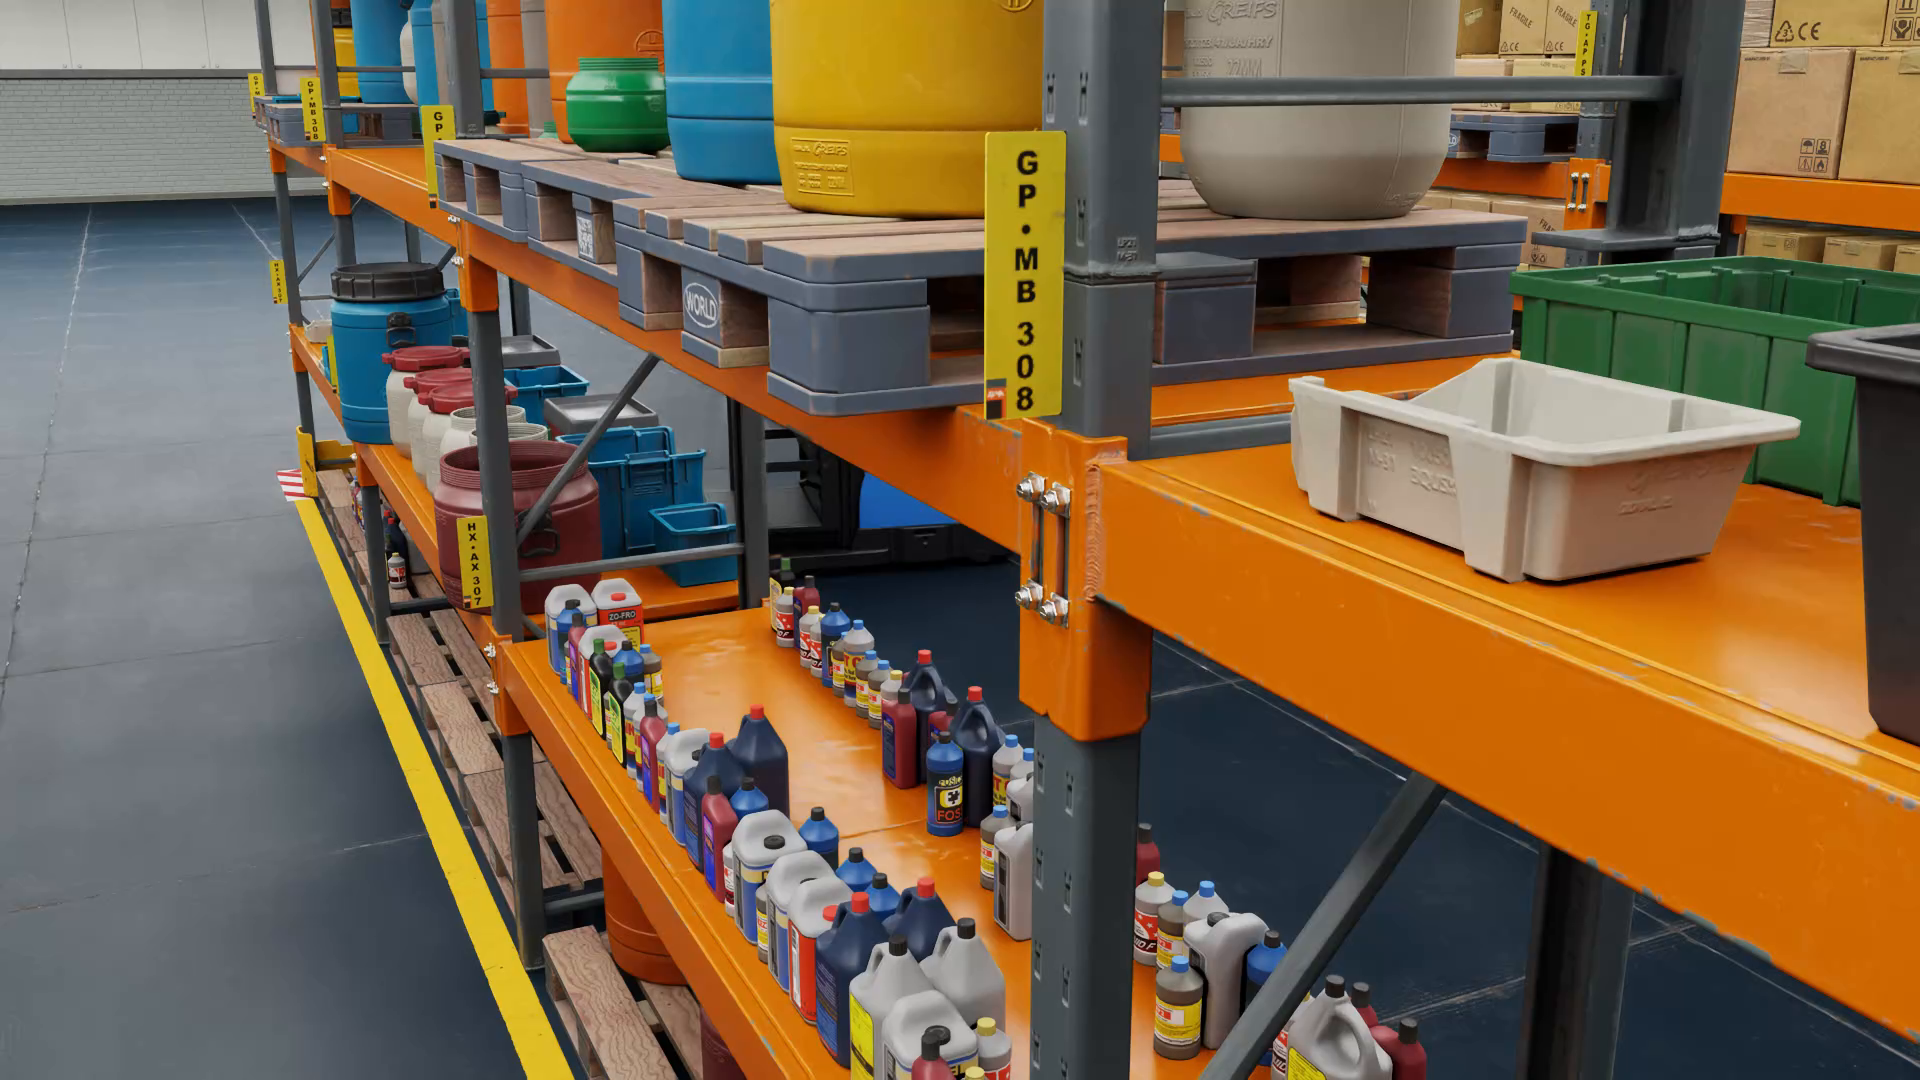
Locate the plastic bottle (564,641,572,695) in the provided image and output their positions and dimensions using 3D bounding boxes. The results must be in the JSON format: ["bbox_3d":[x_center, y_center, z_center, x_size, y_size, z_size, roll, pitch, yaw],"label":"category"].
[{"bbox_3d":[-1.215,0.386,5.326,0.097,0.201,0.097,0,16,0],"label":"plastic bottle"}]

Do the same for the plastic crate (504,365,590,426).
[{"bbox_3d":[-2.173,-0.660,8.641,0.392,0.384,0.575,-8,18,-25],"label":"plastic crate"}]

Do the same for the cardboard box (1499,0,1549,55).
[{"bbox_3d":[5.019,-4.435,14.299,0.500,0.500,0.500,-8,18,-27],"label":"cardboard box"}]

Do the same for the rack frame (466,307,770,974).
[{"bbox_3d":[-1.183,0.088,6.005,1.000,3.000,0.127,-8,18,-25],"label":"rack frame"}]

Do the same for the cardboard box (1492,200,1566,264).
[{"bbox_3d":[5.050,-2.728,14.694,0.500,0.500,0.500,-8,18,-26],"label":"cardboard box"}]

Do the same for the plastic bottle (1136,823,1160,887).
[{"bbox_3d":[0.403,0.774,3.829,0.061,0.283,0.133,-8,18,-25],"label":"plastic bottle"}]

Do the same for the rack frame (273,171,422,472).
[{"bbox_3d":[-4.688,-1.895,12.917,1.000,3.000,0.127,-8,18,-25],"label":"rack frame"}]

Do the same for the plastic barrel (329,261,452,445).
[{"bbox_3d":[-3.039,-1.012,8.931,0.600,0.901,0.708,-8,18,-25],"label":"plastic barrel"}]

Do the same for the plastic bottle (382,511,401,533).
[{"bbox_3d":[-3.561,-0.014,10.367,0.144,0.351,0.185,-9,18,-28],"label":"plastic bottle"}]

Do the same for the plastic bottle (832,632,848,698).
[{"bbox_3d":[-0.359,0.393,5.303,0.097,0.201,0.097,0,16,0],"label":"plastic bottle"}]

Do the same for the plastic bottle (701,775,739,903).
[{"bbox_3d":[-0.578,0.719,4.018,0.061,0.283,0.133,-8,18,-25],"label":"plastic bottle"}]

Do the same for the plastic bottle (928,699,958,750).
[{"bbox_3d":[-0.037,0.563,4.563,0.061,0.283,0.133,-8,18,-25],"label":"plastic bottle"}]

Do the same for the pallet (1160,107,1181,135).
[{"bbox_3d":[1.917,-2.634,10.400,0.805,0.209,1.217,-8,18,-27],"label":"pallet"}]

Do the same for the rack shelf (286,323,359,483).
[{"bbox_3d":[-3.812,-1.054,11.288,1.077,0.370,4.000,-8,18,-25],"label":"rack shelf"}]

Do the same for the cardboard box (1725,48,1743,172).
[{"bbox_3d":[3.493,-1.895,7.297,0.910,0.500,0.500,-8,18,-25],"label":"cardboard box"}]

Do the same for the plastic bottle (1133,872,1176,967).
[{"bbox_3d":[0.437,0.844,3.732,0.097,0.201,0.097,0,16,0],"label":"plastic bottle"}]

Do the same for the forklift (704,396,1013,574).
[{"bbox_3d":[-1.211,-1.294,10.945,3.031,2.935,1.130,-4,16,-12],"label":"forklift"}]

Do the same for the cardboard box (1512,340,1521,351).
[{"bbox_3d":[4.966,-1.591,15.590,0.700,0.500,0.500,-9,18,-28],"label":"cardboard box"}]

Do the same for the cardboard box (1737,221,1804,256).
[{"bbox_3d":[6.163,-2.230,13.104,0.700,0.500,0.500,-8,18,-25],"label":"cardboard box"}]

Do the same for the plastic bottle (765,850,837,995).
[{"bbox_3d":[-0.334,0.832,3.638,0.152,0.276,0.135,-8,18,-25],"label":"plastic bottle"}]

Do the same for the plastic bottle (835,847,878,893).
[{"bbox_3d":[-0.230,0.815,3.707,0.097,0.271,0.097,0,16,0],"label":"plastic bottle"}]

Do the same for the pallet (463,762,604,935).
[{"bbox_3d":[-1.488,1.232,7.075,1.003,0.211,1.213,-8,18,-25],"label":"pallet"}]

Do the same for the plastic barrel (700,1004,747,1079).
[{"bbox_3d":[-0.459,1.445,4.888,0.600,0.588,0.708,-8,18,-25],"label":"plastic barrel"}]

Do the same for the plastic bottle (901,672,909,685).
[{"bbox_3d":[-0.122,0.477,4.863,0.061,0.283,0.133,-8,18,-25],"label":"plastic bottle"}]

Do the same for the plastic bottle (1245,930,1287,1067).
[{"bbox_3d":[0.624,0.916,3.354,0.097,0.271,0.097,0,16,0],"label":"plastic bottle"}]

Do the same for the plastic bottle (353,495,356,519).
[{"bbox_3d":[-4.128,-0.249,11.455,0.097,0.201,0.097,0,16,0],"label":"plastic bottle"}]

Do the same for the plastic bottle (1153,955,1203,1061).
[{"bbox_3d":[0.445,0.944,3.384,0.097,0.201,0.097,0,16,0],"label":"plastic bottle"}]

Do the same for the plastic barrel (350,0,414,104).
[{"bbox_3d":[-3.275,-3.048,9.825,0.600,0.901,0.708,-8,18,-25],"label":"plastic barrel"}]

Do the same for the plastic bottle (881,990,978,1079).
[{"bbox_3d":[-0.054,0.991,3.086,0.152,0.276,0.135,-8,18,-25],"label":"plastic bottle"}]

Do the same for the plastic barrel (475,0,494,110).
[{"bbox_3d":[-1.945,-2.162,7.500,0.600,0.901,0.708,-8,18,-25],"label":"plastic barrel"}]

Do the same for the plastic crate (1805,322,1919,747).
[{"bbox_3d":[0.867,0.042,0.964,0.497,0.269,0.590,-8,18,-25],"label":"plastic crate"}]

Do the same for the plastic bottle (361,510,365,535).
[{"bbox_3d":[-3.936,-0.140,11.077,0.097,0.201,0.097,0,16,0],"label":"plastic bottle"}]

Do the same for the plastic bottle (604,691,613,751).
[{"bbox_3d":[-0.997,0.510,4.895,0.097,0.201,0.097,0,16,0],"label":"plastic bottle"}]

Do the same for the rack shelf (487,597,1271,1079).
[{"bbox_3d":[-0.307,0.930,4.376,1.077,0.370,4.000,-8,18,-25],"label":"rack shelf"}]

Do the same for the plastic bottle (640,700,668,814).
[{"bbox_3d":[-0.819,0.583,4.493,0.061,0.283,0.133,-8,18,-25],"label":"plastic bottle"}]

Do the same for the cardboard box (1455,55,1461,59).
[{"bbox_3d":[4.574,-4.213,15.339,0.500,0.500,0.500,-7,17,-22],"label":"cardboard box"}]

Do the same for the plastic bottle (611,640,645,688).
[{"bbox_3d":[-1.001,0.436,5.027,0.097,0.271,0.097,0,16,0],"label":"plastic bottle"}]

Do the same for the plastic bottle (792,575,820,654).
[{"bbox_3d":[-0.521,0.250,5.652,0.061,0.283,0.133,-8,18,-25],"label":"plastic bottle"}]

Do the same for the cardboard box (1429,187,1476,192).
[{"bbox_3d":[4.827,-3.173,16.247,0.500,0.500,0.500,-7,18,-24],"label":"cardboard box"}]

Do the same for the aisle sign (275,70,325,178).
[{"bbox_3d":[-4.983,-3.127,12.497,0.394,0.787,0.004,-8,18,-25],"label":"aisle sign"}]

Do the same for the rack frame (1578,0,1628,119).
[{"bbox_3d":[3.271,-3.393,7.260,1.000,3.000,0.127,-8,18,-25],"label":"rack frame"}]

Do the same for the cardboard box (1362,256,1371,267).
[{"bbox_3d":[4.146,-2.871,16.552,0.500,0.250,0.500,-8,18,-27],"label":"cardboard box"}]

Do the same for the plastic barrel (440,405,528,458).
[{"bbox_3d":[-2.010,-0.299,7.152,0.421,0.512,0.421,0,16,0],"label":"plastic barrel"}]

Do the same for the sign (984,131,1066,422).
[{"bbox_3d":[0.074,-0.300,1.904,0.100,0.325,0.005,-8,18,-25],"label":"sign"}]

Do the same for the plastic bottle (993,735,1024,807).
[{"bbox_3d":[0.133,0.638,4.323,0.097,0.271,0.097,0,16,0],"label":"plastic bottle"}]

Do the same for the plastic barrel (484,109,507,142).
[{"bbox_3d":[-1.950,-1.574,6.611,0.301,0.262,0.301,0,16,0],"label":"plastic barrel"}]

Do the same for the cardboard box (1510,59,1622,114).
[{"bbox_3d":[3.022,-2.187,8.005,0.500,0.250,0.500,-9,18,-29],"label":"cardboard box"}]

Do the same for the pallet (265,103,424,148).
[{"bbox_3d":[-3.339,-2.422,9.656,1.213,0.211,1.003,-8,18,-25],"label":"pallet"}]

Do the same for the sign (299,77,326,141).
[{"bbox_3d":[-3.435,-2.286,8.824,0.100,0.325,0.005,-8,18,-25],"label":"sign"}]

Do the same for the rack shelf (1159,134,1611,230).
[{"bbox_3d":[2.395,-2.101,9.501,1.077,0.370,4.000,-8,18,-25],"label":"rack shelf"}]

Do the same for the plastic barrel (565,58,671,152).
[{"bbox_3d":[-0.926,-1.190,4.542,0.294,0.245,0.294,0,16,0],"label":"plastic barrel"}]

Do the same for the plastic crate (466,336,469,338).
[{"bbox_3d":[-3.276,-1.172,10.782,0.450,0.188,0.662,-8,18,-25],"label":"plastic crate"}]

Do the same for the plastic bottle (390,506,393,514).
[{"bbox_3d":[-3.674,-0.116,10.842,0.061,0.283,0.133,-8,18,-25],"label":"plastic bottle"}]

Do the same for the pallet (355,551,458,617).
[{"bbox_3d":[-3.192,0.265,10.444,1.003,0.211,1.213,-8,18,-25],"label":"pallet"}]

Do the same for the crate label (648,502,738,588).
[{"bbox_3d":[-1.031,0.019,6.550,0.303,0.233,0.416,-8,18,-25],"label":"crate label"}]

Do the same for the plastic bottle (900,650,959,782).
[{"bbox_3d":[-0.089,0.489,4.699,0.144,0.351,0.185,-8,18,-25],"label":"plastic bottle"}]

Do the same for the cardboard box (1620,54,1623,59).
[{"bbox_3d":[5.526,-3.696,13.537,0.500,0.500,0.500,-7,17,-23],"label":"cardboard box"}]
